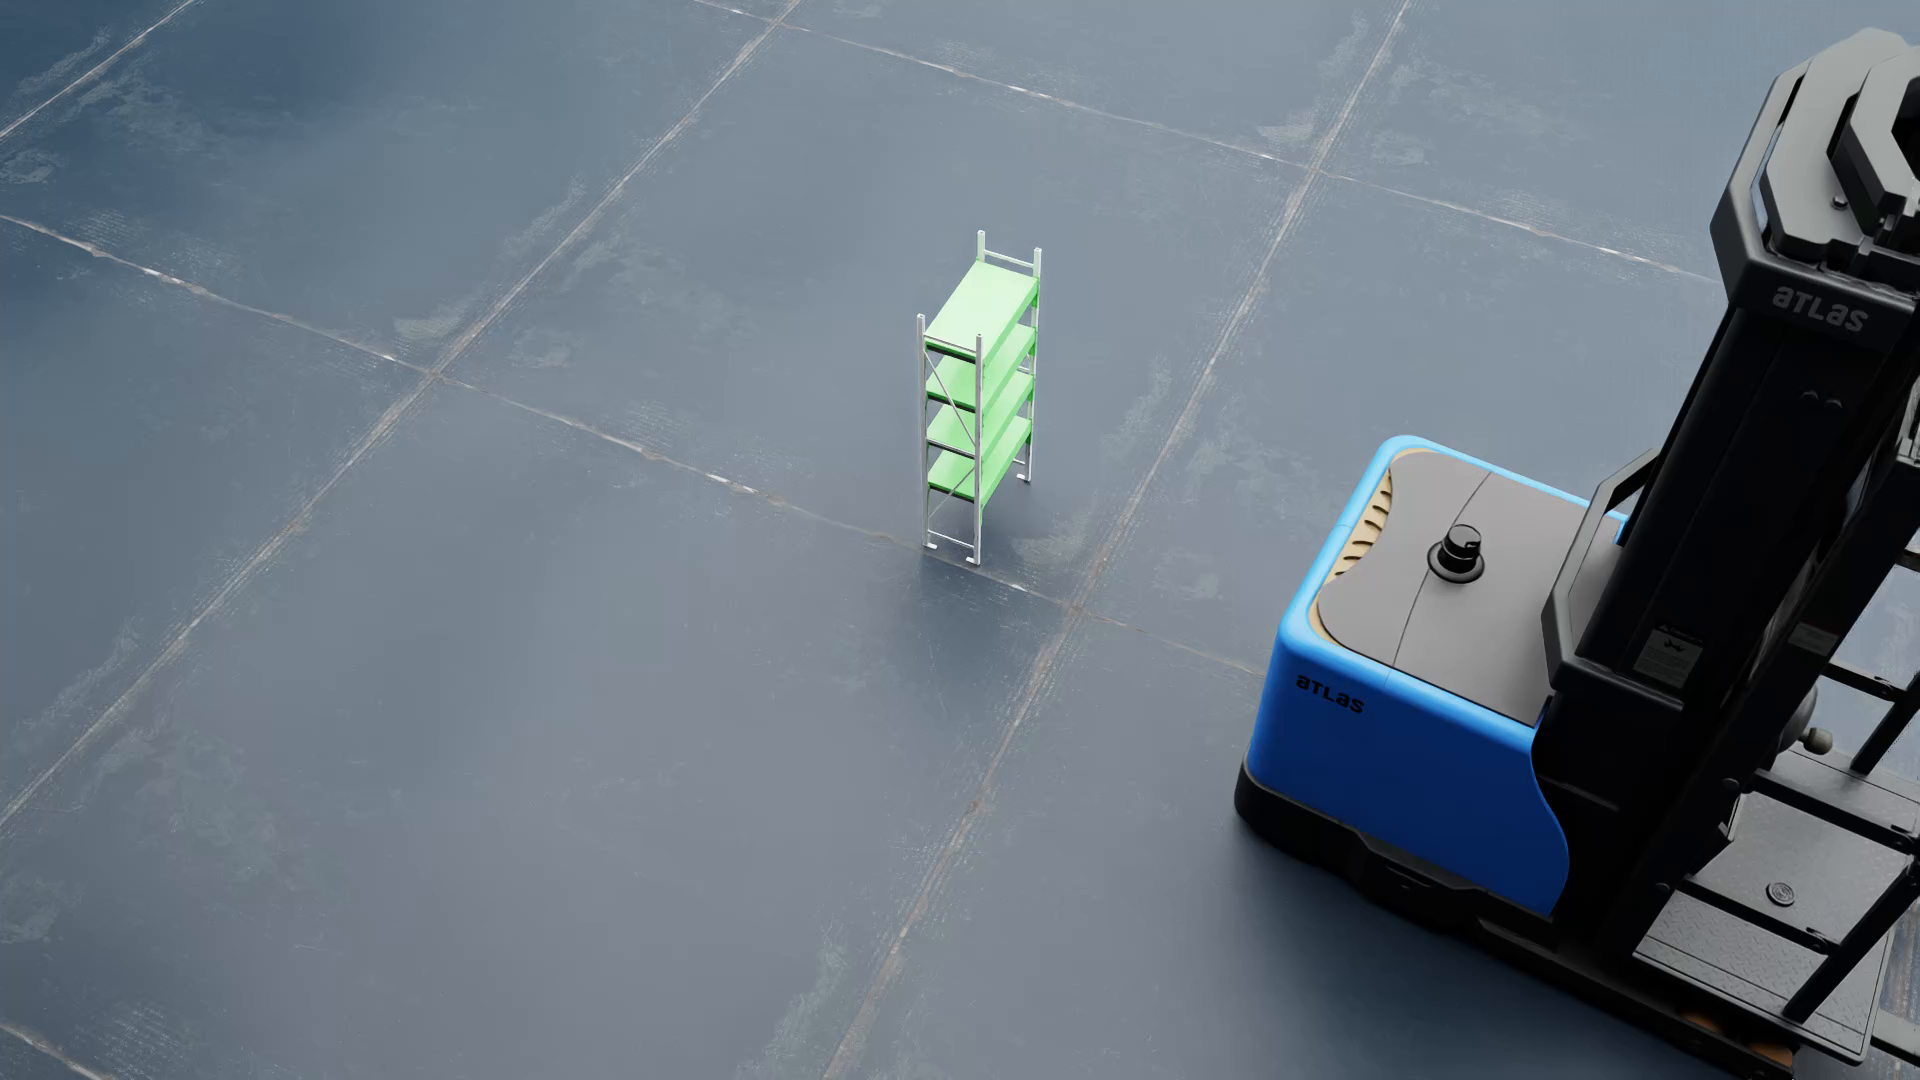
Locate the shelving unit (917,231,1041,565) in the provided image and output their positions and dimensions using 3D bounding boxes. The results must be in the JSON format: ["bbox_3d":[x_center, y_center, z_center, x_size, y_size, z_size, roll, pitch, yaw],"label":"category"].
[{"bbox_3d":[0.071,-0.503,6.205,0.258,1.200,0.503,20,52,16],"label":"shelving unit"}]

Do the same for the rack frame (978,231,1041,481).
[{"bbox_3d":[0.175,-0.671,6.348,0.240,1.200,0.015,20,52,16],"label":"rack frame"}]

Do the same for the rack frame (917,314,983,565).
[{"bbox_3d":[-0.034,-0.335,6.062,0.240,1.200,0.015,20,52,16],"label":"rack frame"}]

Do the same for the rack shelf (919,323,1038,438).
[{"bbox_3d":[0.071,-0.617,6.071,0.258,0.148,0.480,20,52,16],"label":"rack shelf"}]

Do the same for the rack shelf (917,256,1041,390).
[{"bbox_3d":[0.071,-0.772,5.888,0.258,0.148,0.480,20,52,16],"label":"rack shelf"}]

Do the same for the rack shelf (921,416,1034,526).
[{"bbox_3d":[0.071,-0.306,6.437,0.258,0.148,0.480,20,52,16],"label":"rack shelf"}]

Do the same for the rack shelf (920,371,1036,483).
[{"bbox_3d":[0.071,-0.461,6.254,0.258,0.148,0.480,20,52,16],"label":"rack shelf"}]

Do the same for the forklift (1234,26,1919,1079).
[{"bbox_3d":[2.474,0.259,4.421,3.031,2.935,1.130,24,54,19],"label":"forklift"}]
